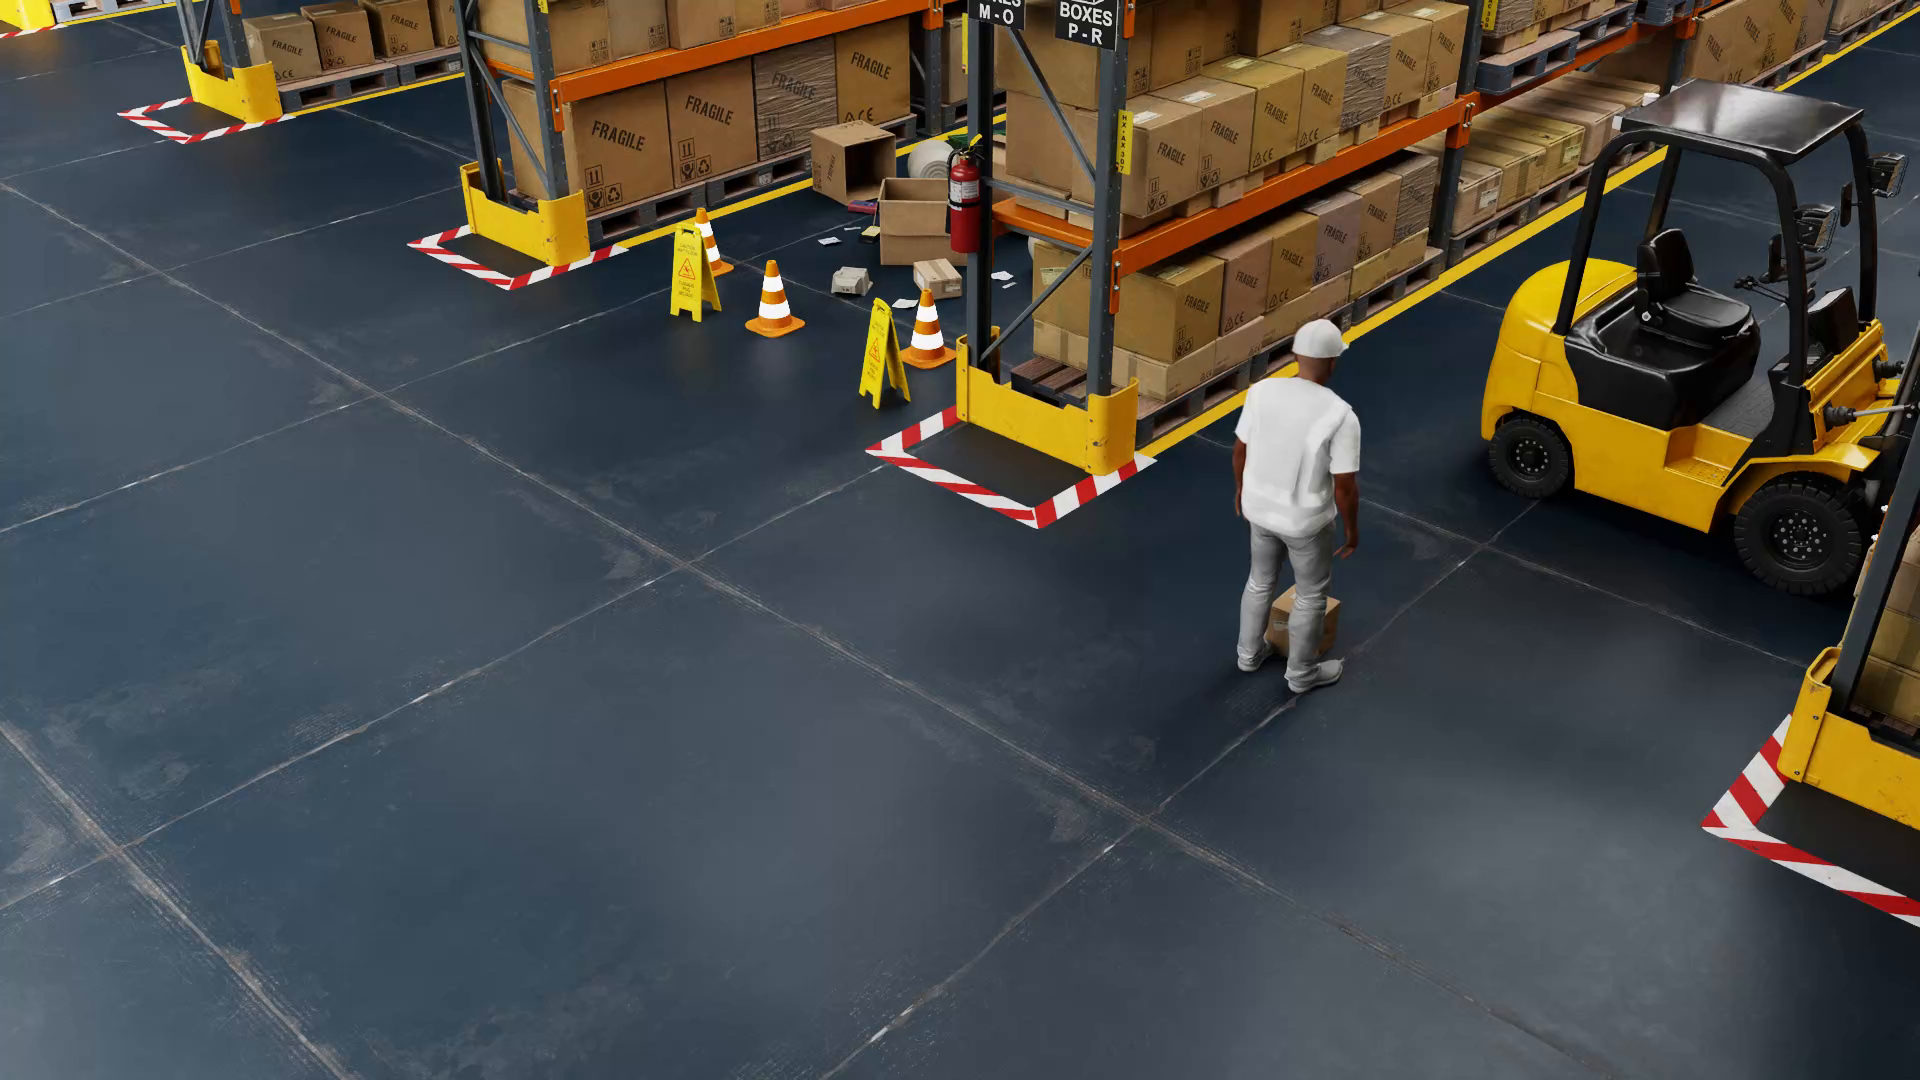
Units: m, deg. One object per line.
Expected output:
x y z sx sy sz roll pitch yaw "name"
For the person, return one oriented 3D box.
1.512 -0.147 7.483 0.629 1.761 0.462 25 39 35 "person"
